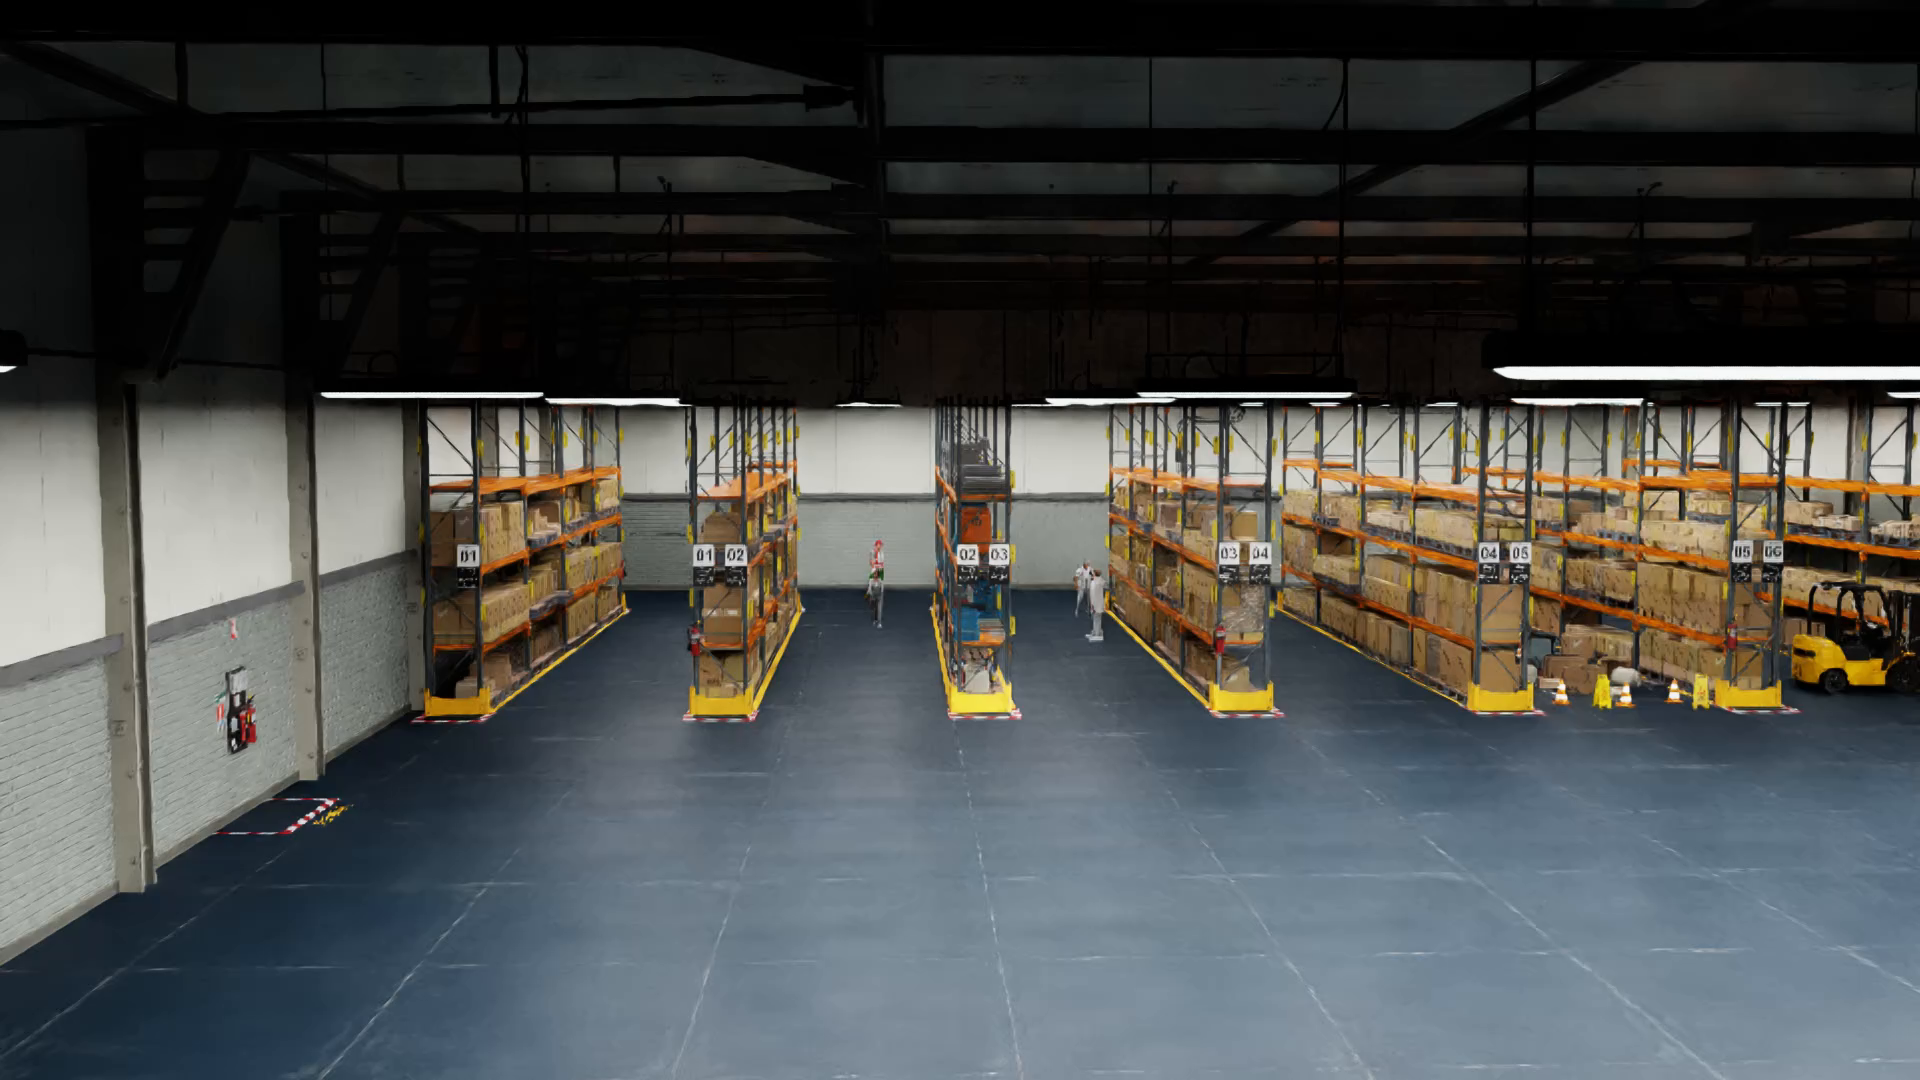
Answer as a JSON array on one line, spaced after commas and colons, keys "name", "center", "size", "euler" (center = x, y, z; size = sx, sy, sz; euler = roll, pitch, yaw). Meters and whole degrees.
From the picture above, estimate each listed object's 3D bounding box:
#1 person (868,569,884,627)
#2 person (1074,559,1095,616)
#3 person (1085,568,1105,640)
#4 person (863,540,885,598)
[{"name": "person", "center": [-2.214, 1.511, 43.728], "size": [0.417, 1.517, 1.037], "euler": [0, 4, 0]}, {"name": "person", "center": [3.460, 1.319, 45.868], "size": [0.625, 1.611, 0.582], "euler": [0, 5, -4]}, {"name": "person", "center": [3.345, 1.578, 41.180], "size": [0.556, 1.781, 0.609], "euler": [2, 5, 28]}, {"name": "person", "center": [-2.601, 0.880, 50.313], "size": [0.494, 1.785, 0.713], "euler": [4, 6, 42]}]
